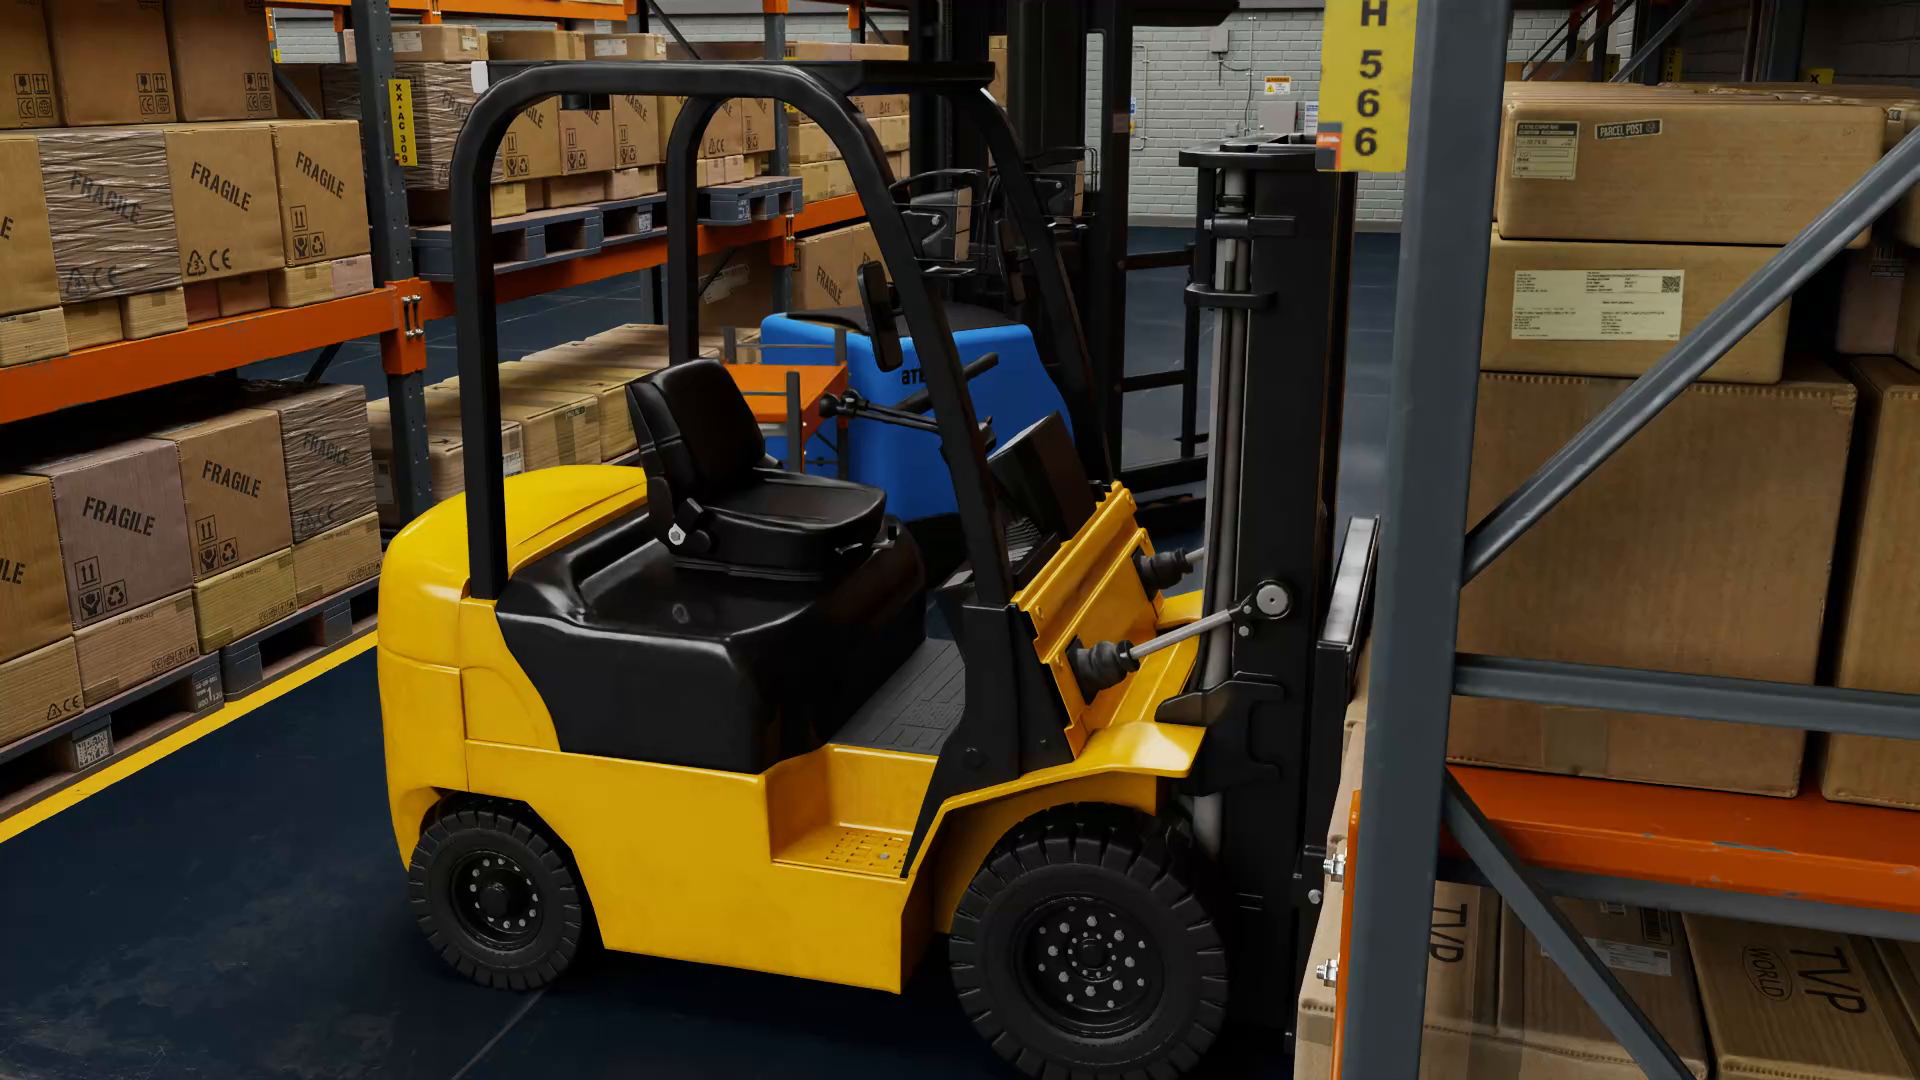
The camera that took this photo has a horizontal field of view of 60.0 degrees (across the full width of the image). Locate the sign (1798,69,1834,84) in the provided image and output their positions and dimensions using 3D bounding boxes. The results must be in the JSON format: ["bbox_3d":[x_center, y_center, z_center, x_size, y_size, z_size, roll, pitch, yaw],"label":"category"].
[{"bbox_3d":[2.599,-1.275,5.095,0.100,0.325,0.005,5,16,16],"label":"sign"}]

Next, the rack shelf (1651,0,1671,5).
[{"bbox_3d":[2.635,-2.483,6.908,1.077,0.370,4.000,5,16,16],"label":"rack shelf"}]

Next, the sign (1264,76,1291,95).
[{"bbox_3d":[4.275,-6.118,22.389,0.339,0.242,0.001,5,16,16],"label":"sign"}]

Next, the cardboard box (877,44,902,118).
[{"bbox_3d":[-0.742,-3.329,12.053,0.500,0.500,0.500,5,17,17],"label":"cardboard box"}]

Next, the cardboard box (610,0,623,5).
[{"bbox_3d":[-3.933,-5.975,18.176,0.500,0.250,0.500,4,16,15],"label":"cardboard box"}]

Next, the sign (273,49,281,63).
[{"bbox_3d":[-8.268,-5.780,20.155,0.100,0.325,0.005,5,16,16],"label":"sign"}]

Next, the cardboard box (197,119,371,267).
[{"bbox_3d":[-2.581,-1.303,6.196,0.500,0.500,0.500,4,16,14],"label":"cardboard box"}]

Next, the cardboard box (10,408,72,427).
[{"bbox_3d":[-3.357,-0.503,5.812,0.380,0.149,0.250,5,17,18],"label":"cardboard box"}]

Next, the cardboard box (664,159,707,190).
[{"bbox_3d":[-1.604,-1.987,9.029,0.380,0.149,0.250,5,17,17],"label":"cardboard box"}]

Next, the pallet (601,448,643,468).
[{"bbox_3d":[-2.129,-0.429,8.956,1.003,0.211,1.213,5,16,16],"label":"pallet"}]

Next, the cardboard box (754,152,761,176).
[{"bbox_3d":[-1.424,-2.271,10.028,0.380,0.149,0.250,5,17,18],"label":"cardboard box"}]

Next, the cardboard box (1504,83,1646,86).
[{"bbox_3d":[1.640,-1.163,4.516,0.380,0.149,0.250,4,16,15],"label":"cardboard box"}]

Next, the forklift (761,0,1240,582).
[{"bbox_3d":[0.577,-1.526,7.839,3.031,2.935,1.130,-11,19,-35],"label":"forklift"}]

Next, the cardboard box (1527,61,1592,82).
[{"bbox_3d":[5.019,-3.757,13.932,0.500,0.500,0.500,4,16,14],"label":"cardboard box"}]

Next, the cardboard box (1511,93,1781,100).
[{"bbox_3d":[1.061,-0.627,2.624,0.380,0.149,0.250,5,17,16],"label":"cardboard box"}]

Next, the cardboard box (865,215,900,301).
[{"bbox_3d":[-0.769,-2.114,12.911,0.875,0.875,0.875,5,17,17],"label":"cardboard box"}]

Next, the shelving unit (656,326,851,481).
[{"bbox_3d":[-0.759,-0.185,6.419,0.538,1.125,1.048,1,16,5],"label":"shelving unit"}]

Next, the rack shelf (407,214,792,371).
[{"bbox_3d":[-2.125,-1.424,8.671,1.077,0.370,4.000,5,16,16],"label":"rack shelf"}]

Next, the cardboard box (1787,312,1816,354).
[{"bbox_3d":[1.464,-0.111,2.539,0.500,0.500,0.500,5,17,18],"label":"cardboard box"}]

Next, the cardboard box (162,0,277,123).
[{"bbox_3d":[-3.026,-1.821,6.191,0.700,0.500,0.500,4,16,15],"label":"cardboard box"}]

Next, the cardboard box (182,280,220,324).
[{"bbox_3d":[-2.790,-0.826,5.706,0.380,0.149,0.250,4,16,15],"label":"cardboard box"}]

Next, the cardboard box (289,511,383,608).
[{"bbox_3d":[-2.604,0.049,6.427,0.500,0.250,0.500,5,17,18],"label":"cardboard box"}]

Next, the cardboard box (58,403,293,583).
[{"bbox_3d":[-2.747,-0.178,5.855,0.500,0.500,0.500,5,17,17],"label":"cardboard box"}]

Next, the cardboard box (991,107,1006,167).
[{"bbox_3d":[0.111,-3.622,14.918,0.500,0.500,0.500,5,17,16],"label":"cardboard box"}]

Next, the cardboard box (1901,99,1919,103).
[{"bbox_3d":[1.366,-0.456,2.022,0.380,0.149,0.250,5,17,18],"label":"cardboard box"}]

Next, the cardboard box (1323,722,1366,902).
[{"bbox_3d":[0.901,0.545,2.849,0.500,0.250,0.500,5,17,17],"label":"cardboard box"}]

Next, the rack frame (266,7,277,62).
[{"bbox_3d":[-8.784,-5.155,20.506,1.000,3.000,0.127,5,16,16],"label":"rack frame"}]

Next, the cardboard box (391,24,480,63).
[{"bbox_3d":[-2.221,-2.048,6.865,0.380,0.149,0.250,5,16,16],"label":"cardboard box"}]

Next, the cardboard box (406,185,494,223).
[{"bbox_3d":[-2.233,-1.448,7.129,0.380,0.149,0.250,5,17,17],"label":"cardboard box"}]

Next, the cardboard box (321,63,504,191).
[{"bbox_3d":[-2.285,-1.741,6.971,0.500,0.500,0.500,5,17,17],"label":"cardboard box"}]

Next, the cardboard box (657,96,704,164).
[{"bbox_3d":[-1.698,-2.278,8.865,0.500,0.500,0.500,3,16,12],"label":"cardboard box"}]

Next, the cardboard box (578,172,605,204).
[{"bbox_3d":[-1.961,-1.721,8.092,0.380,0.149,0.250,5,17,16],"label":"cardboard box"}]

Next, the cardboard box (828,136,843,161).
[{"bbox_3d":[-1.028,-2.710,11.246,0.500,0.250,0.500,5,17,17],"label":"cardboard box"}]

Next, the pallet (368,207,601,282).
[{"bbox_3d":[-2.337,-1.343,7.420,1.003,0.211,1.213,5,16,16],"label":"pallet"}]

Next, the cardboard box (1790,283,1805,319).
[{"bbox_3d":[1.363,-0.381,2.302,0.380,0.149,0.250,4,16,15],"label":"cardboard box"}]

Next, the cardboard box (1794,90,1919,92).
[{"bbox_3d":[1.703,-0.723,2.963,0.380,0.149,0.250,4,16,15],"label":"cardboard box"}]

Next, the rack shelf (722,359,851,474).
[{"bbox_3d":[-0.759,-0.467,6.339,0.538,0.278,1.000,1,16,5],"label":"rack shelf"}]

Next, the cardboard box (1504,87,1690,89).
[{"bbox_3d":[1.348,-0.896,3.574,0.380,0.149,0.250,5,16,16],"label":"cardboard box"}]

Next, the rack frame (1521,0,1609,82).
[{"bbox_3d":[4.340,-2.956,12.754,1.000,3.000,0.127,5,16,16],"label":"rack frame"}]

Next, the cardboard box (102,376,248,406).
[{"bbox_3d":[-3.120,-0.353,6.473,0.500,0.500,0.500,5,17,19],"label":"cardboard box"}]

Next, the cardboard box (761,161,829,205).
[{"bbox_3d":[-1.176,-2.330,10.821,0.500,0.250,0.500,4,16,15],"label":"cardboard box"}]

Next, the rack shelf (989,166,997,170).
[{"bbox_3d":[0.149,-3.517,16.050,1.077,0.370,4.000,5,16,16],"label":"rack shelf"}]

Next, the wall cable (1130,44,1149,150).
[{"bbox_3d":[2.297,-6.367,22.861,0.585,1.953,0.123,5,16,16],"label":"wall cable"}]

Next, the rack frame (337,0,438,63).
[{"bbox_3d":[-5.195,-3.697,15.367,1.000,3.000,0.127,5,16,16],"label":"rack frame"}]

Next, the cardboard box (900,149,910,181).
[{"bbox_3d":[-0.613,-2.867,12.716,0.500,0.250,0.500,4,16,14],"label":"cardboard box"}]

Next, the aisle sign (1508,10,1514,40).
[{"bbox_3d":[5.215,-5.294,16.232,0.394,0.787,0.004,5,16,16],"label":"aisle sign"}]

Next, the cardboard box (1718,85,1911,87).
[{"bbox_3d":[1.988,-0.990,3.905,0.380,0.149,0.250,4,16,15],"label":"cardboard box"}]

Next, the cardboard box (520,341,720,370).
[{"bbox_3d":[-1.929,-0.890,9.518,0.950,0.372,0.625,4,16,15],"label":"cardboard box"}]
